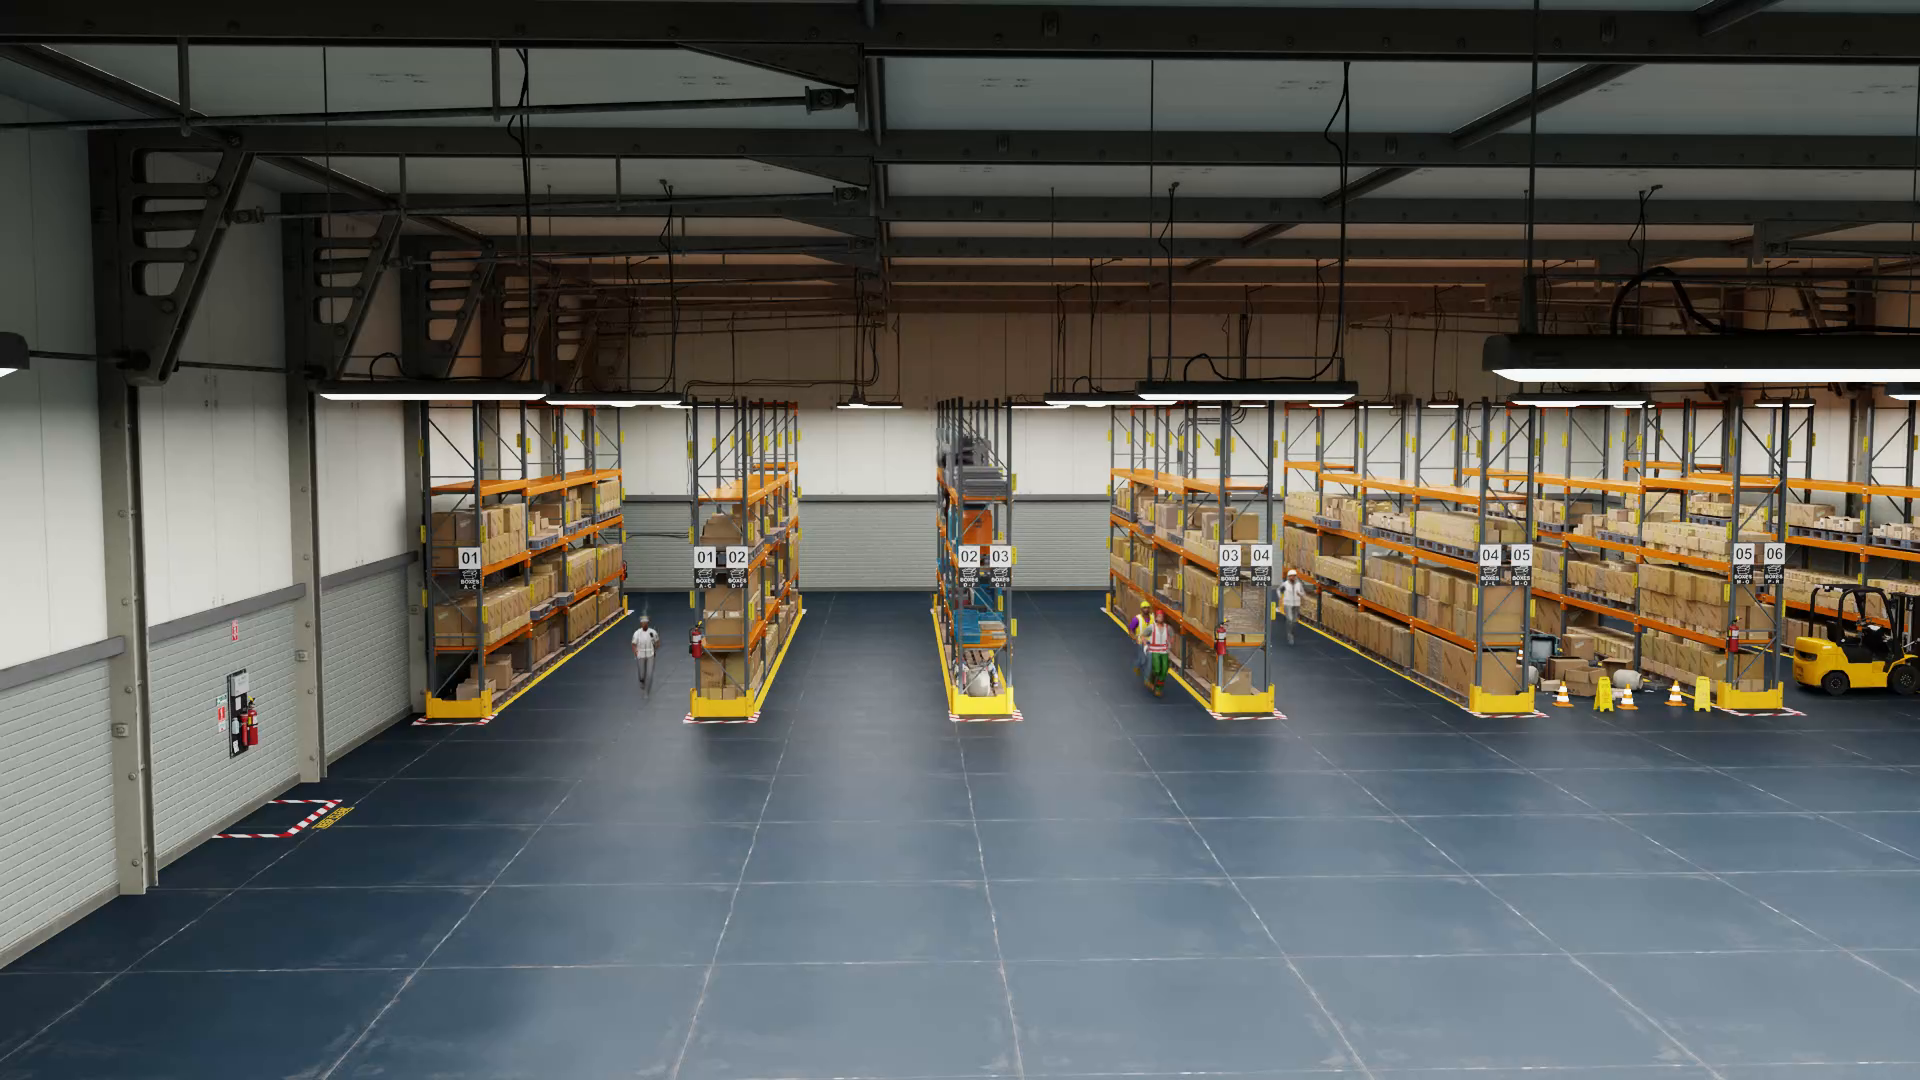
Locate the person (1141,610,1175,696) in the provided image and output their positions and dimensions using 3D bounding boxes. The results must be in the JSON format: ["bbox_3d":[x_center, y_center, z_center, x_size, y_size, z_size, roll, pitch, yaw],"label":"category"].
[{"bbox_3d":[4.012,2.272,33.351,0.651,1.739,0.583,-1,4,-10],"label":"person"}]

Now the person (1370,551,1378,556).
[{"bbox_3d":[12.530,1.139,49.131,0.896,1.620,0.680,0,4,0],"label":"person"}]

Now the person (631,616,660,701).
[{"bbox_3d":[-6.282,2.339,33.259,0.577,1.675,0.711,-1,5,-13],"label":"person"}]

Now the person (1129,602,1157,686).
[{"bbox_3d":[3.872,2.148,34.653,0.700,1.737,0.801,-1,4,-11],"label":"person"}]

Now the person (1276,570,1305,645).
[{"bbox_3d":[8.223,1.644,41.238,0.633,1.822,0.822,-1,4,-9],"label":"person"}]
